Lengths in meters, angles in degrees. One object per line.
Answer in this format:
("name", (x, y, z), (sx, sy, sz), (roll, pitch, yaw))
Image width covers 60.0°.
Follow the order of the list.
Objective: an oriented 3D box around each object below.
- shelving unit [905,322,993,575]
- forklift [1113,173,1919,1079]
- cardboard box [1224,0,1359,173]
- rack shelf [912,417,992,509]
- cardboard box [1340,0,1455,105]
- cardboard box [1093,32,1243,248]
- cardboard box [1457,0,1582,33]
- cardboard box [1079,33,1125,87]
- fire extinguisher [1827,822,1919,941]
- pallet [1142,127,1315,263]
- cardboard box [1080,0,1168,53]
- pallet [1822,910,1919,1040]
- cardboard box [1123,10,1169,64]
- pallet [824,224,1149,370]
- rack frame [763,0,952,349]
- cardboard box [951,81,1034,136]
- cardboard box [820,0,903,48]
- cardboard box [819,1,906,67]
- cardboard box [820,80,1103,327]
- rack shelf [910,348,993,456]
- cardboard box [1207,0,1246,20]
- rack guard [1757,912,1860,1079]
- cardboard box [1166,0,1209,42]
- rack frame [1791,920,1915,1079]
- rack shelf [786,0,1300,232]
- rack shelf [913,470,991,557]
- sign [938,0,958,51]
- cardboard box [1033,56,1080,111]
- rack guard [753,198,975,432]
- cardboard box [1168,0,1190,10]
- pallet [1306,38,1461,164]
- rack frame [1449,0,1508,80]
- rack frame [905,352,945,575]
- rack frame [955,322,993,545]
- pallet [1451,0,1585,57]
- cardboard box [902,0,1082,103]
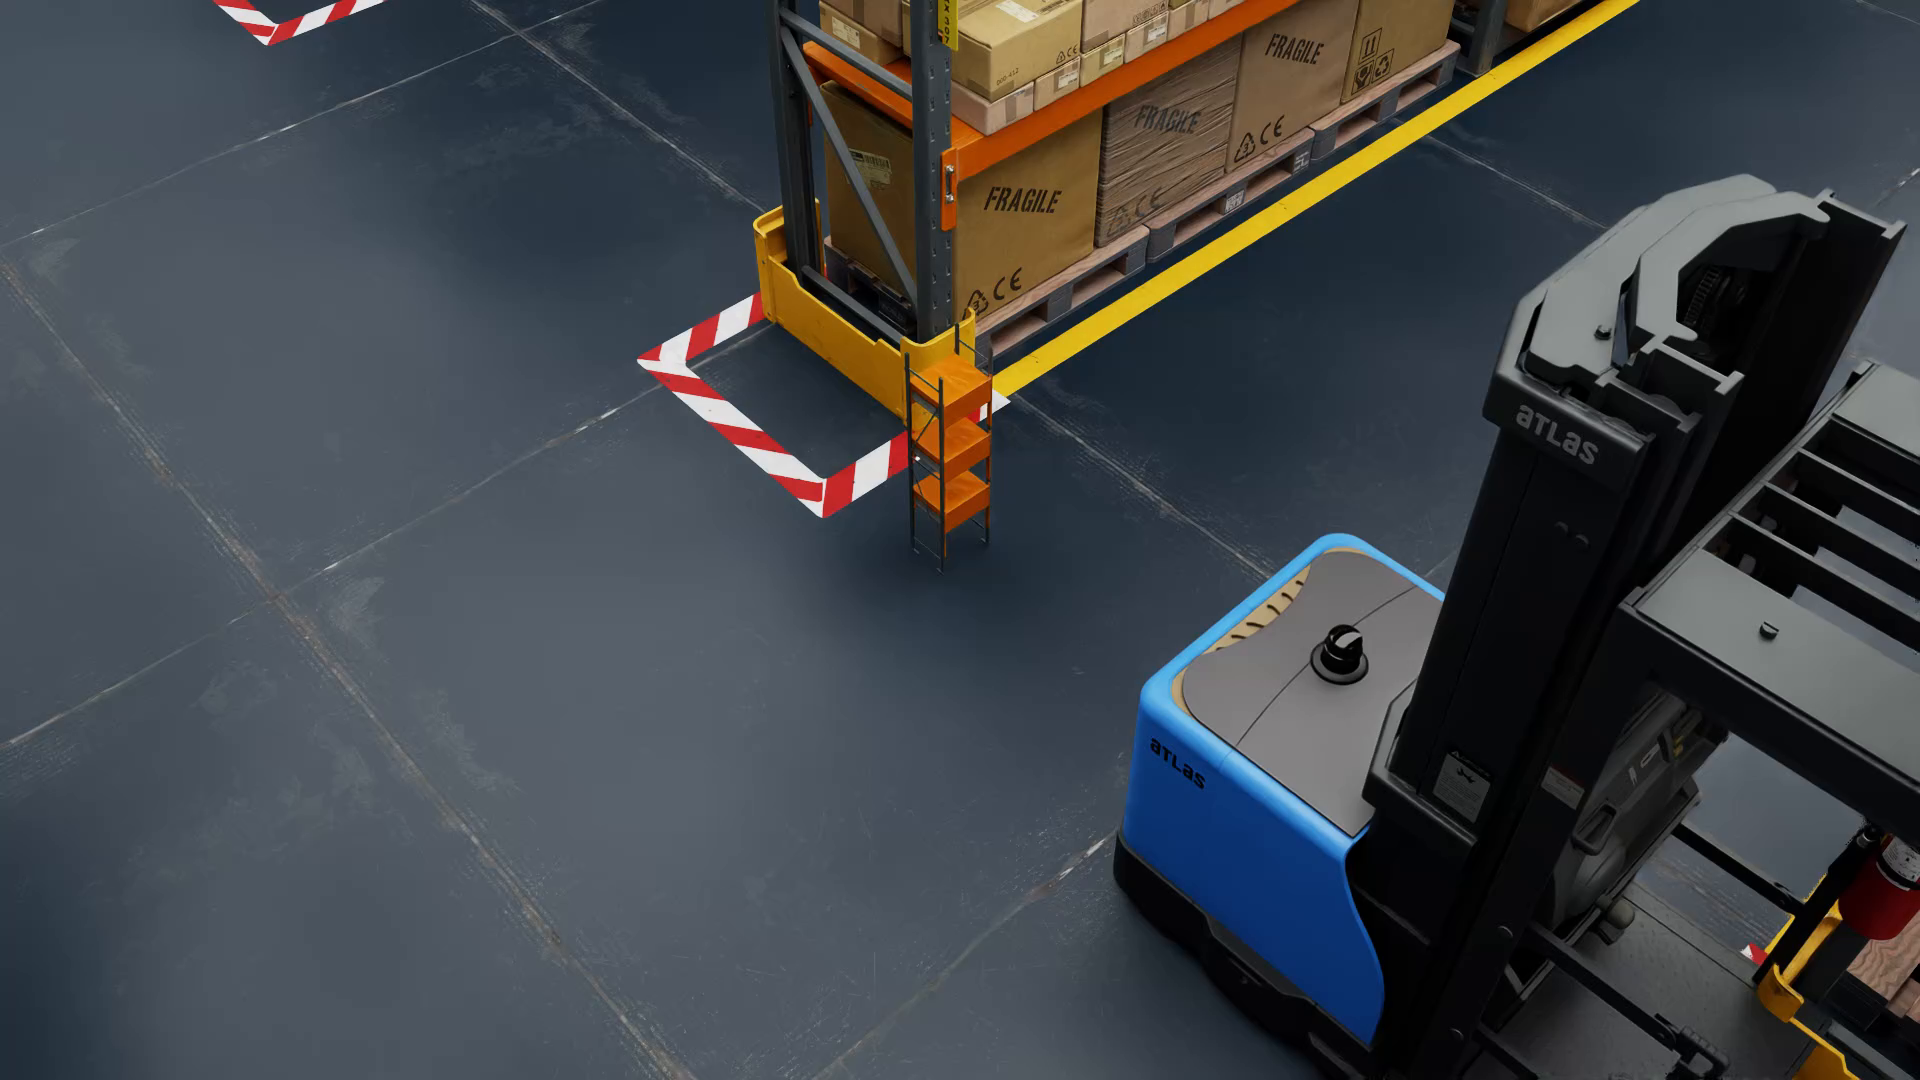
("shelving unit", (-0.040, -0.330, 6.393), (0.252, 1.050, 0.215), (-34, 56, -27))
("forklift", (1.907, 0.711, 4.153), (1.130, 2.935, 3.031), (-35, 56, -28))
("cardboard box", (1.339, -2.544, 8.269), (0.875, 0.875, 0.875), (-34, 56, -27))
("rack shelf", (-0.040, -0.322, 6.401), (0.240, 0.259, 0.215), (-34, 56, -27))
("cardboard box", (2.005, -2.989, 8.680), (0.875, 0.875, 0.875), (-34, 56, -27))
("cardboard box", (0.681, -2.104, 7.863), (0.875, 0.875, 0.875), (-34, 56, -27))
("cardboard box", (3.008, -3.599, 9.243), (0.875, 0.875, 1.225), (-34, 56, -27))
("cardboard box", (0.451, -2.037, 6.813), (0.250, 0.149, 0.380), (-35, 56, -28))
("fire extinguisher", (2.503, 0.802, 4.329), (0.183, 0.674, 0.296), (-34, 56, -27))
("pallet", (1.029, -1.964, 8.472), (1.213, 0.211, 1.003), (-34, 56, -27))
("cardboard box", (0.505, -2.273, 6.759), (0.500, 0.250, 0.500), (-34, 56, -28))
("pallet", (3.556, 1.380, 5.386), (1.213, 0.211, 1.003), (-34, 56, -27))
("cardboard box", (0.643, -2.167, 6.932), (0.250, 0.149, 0.380), (-35, 56, -28))
("pallet", (0.127, -1.364, 7.918), (1.213, 0.211, 1.003), (-34, 56, -27))
("rack frame", (-0.412, -1.872, 6.489), (0.127, 3.000, 1.000), (-34, 56, -27))
("cardboard box", (0.073, -1.783, 6.578), (0.250, 0.149, 0.380), (-33, 55, -27))
("cardboard box", (-0.232, -2.306, 6.789), (0.500, 0.250, 0.500), (-35, 56, -28))
("cardboard box", (-0.370, -2.142, 6.909), (0.250, 0.149, 0.380), (-33, 55, -27))
("cardboard box", (0.008, -1.654, 7.448), (0.875, 0.875, 0.875), (-34, 56, -27))
("rack shelf", (-0.040, -0.515, 6.192), (0.240, 0.259, 0.215), (-34, 56, -27))
("cardboard box", (1.022, -2.420, 7.166), (0.250, 0.149, 0.380), (-34, 56, -27))
("rack guard", (2.911, 1.688, 4.906), (0.348, 0.500, 1.175), (-34, 56, -27))
("cardboard box", (0.832, -2.292, 7.048), (0.250, 0.149, 0.380), (-35, 56, -28))
("rack frame", (2.920, 0.821, 4.004), (0.127, 3.000, 1.000), (-34, 56, -27))
("rack shelf", (1.068, -2.617, 7.666), (4.000, 0.370, 1.077), (-34, 56, -27))
("rack shelf", (-0.040, -0.134, 6.605), (0.240, 0.259, 0.215), (-34, 56, -27))
("sign", (-0.043, -1.887, 5.861), (0.005, 0.325, 0.100), (-34, 56, -27))
("cardboard box", (0.261, -1.910, 6.696), (0.250, 0.149, 0.380), (-35, 56, -28))
("rack guard", (-0.430, -1.012, 7.397), (0.348, 0.500, 1.175), (-34, 56, -27))
("cardboard box", (0.879, -2.519, 6.987), (0.500, 0.250, 0.500), (-36, 57, -28))
("pallet", (1.932, -2.570, 9.031), (1.213, 0.211, 1.003), (-34, 56, -27))
("rack frame", (2.547, -3.850, 8.314), (0.127, 3.000, 1.000), (-34, 56, -27))
("rack frame", (-0.130, -0.269, 6.337), (0.008, 1.050, 0.200), (-34, 56, -27))
("rack frame", (0.051, -0.390, 6.449), (0.008, 1.050, 0.200), (-34, 56, -27))
("pallet", (3.068, -3.326, 9.729), (1.213, 0.211, 1.003), (-34, 56, -27))
("cardboard box", (0.125, -2.012, 6.519), (0.500, 0.250, 0.500), (-35, 56, -28))
